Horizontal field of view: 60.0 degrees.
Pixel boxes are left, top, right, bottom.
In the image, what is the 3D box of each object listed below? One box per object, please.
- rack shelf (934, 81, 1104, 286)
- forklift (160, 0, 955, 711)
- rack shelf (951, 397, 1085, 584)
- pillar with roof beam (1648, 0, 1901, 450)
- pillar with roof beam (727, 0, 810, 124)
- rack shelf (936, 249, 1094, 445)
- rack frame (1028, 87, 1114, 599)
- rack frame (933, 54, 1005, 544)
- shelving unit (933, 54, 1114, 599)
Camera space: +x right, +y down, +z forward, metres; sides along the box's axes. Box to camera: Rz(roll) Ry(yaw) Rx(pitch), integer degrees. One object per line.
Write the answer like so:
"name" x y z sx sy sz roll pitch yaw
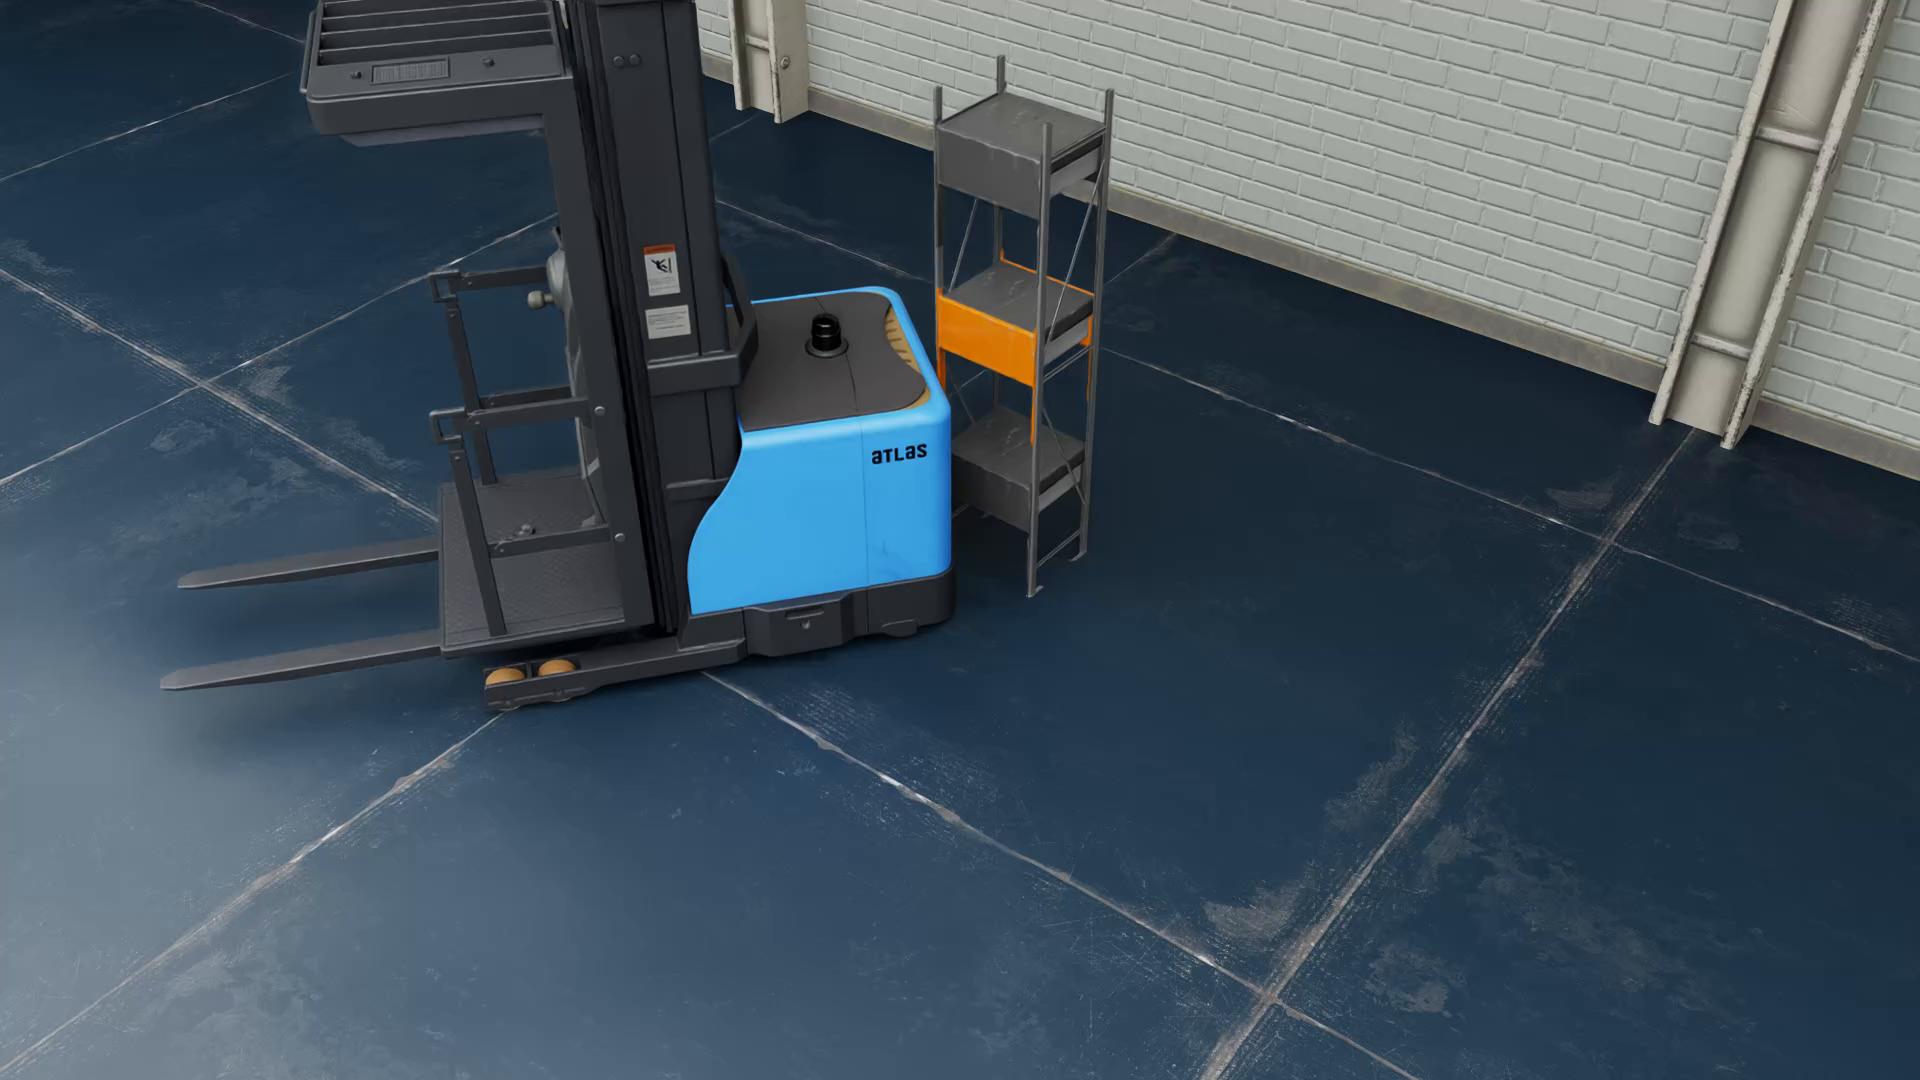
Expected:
"rack shelf" 0.225 -1.314 6.112 0.480 0.518 0.431 27 45 30
"forklift" -1.594 -0.858 5.968 3.031 2.935 1.130 -9 39 -11
"rack shelf" 0.225 -0.212 6.975 0.480 0.518 0.431 27 45 30
"pillar with roof beam" 0.935 -2.005 2.512 0.400 9.000 9.100 25 45 29
"pillar with roof beam" -3.831 -4.252 5.382 0.400 9.000 9.100 25 45 29
"rack shelf" 0.225 -0.763 6.544 0.480 0.518 0.431 27 45 30
"rack frame" 0.415 -0.679 6.414 0.015 2.100 0.400 27 45 30
"rack frame" 0.036 -0.869 6.656 0.015 2.100 0.400 27 45 30
"shelving unit" 0.225 -0.774 6.535 0.503 2.100 0.431 27 45 30
